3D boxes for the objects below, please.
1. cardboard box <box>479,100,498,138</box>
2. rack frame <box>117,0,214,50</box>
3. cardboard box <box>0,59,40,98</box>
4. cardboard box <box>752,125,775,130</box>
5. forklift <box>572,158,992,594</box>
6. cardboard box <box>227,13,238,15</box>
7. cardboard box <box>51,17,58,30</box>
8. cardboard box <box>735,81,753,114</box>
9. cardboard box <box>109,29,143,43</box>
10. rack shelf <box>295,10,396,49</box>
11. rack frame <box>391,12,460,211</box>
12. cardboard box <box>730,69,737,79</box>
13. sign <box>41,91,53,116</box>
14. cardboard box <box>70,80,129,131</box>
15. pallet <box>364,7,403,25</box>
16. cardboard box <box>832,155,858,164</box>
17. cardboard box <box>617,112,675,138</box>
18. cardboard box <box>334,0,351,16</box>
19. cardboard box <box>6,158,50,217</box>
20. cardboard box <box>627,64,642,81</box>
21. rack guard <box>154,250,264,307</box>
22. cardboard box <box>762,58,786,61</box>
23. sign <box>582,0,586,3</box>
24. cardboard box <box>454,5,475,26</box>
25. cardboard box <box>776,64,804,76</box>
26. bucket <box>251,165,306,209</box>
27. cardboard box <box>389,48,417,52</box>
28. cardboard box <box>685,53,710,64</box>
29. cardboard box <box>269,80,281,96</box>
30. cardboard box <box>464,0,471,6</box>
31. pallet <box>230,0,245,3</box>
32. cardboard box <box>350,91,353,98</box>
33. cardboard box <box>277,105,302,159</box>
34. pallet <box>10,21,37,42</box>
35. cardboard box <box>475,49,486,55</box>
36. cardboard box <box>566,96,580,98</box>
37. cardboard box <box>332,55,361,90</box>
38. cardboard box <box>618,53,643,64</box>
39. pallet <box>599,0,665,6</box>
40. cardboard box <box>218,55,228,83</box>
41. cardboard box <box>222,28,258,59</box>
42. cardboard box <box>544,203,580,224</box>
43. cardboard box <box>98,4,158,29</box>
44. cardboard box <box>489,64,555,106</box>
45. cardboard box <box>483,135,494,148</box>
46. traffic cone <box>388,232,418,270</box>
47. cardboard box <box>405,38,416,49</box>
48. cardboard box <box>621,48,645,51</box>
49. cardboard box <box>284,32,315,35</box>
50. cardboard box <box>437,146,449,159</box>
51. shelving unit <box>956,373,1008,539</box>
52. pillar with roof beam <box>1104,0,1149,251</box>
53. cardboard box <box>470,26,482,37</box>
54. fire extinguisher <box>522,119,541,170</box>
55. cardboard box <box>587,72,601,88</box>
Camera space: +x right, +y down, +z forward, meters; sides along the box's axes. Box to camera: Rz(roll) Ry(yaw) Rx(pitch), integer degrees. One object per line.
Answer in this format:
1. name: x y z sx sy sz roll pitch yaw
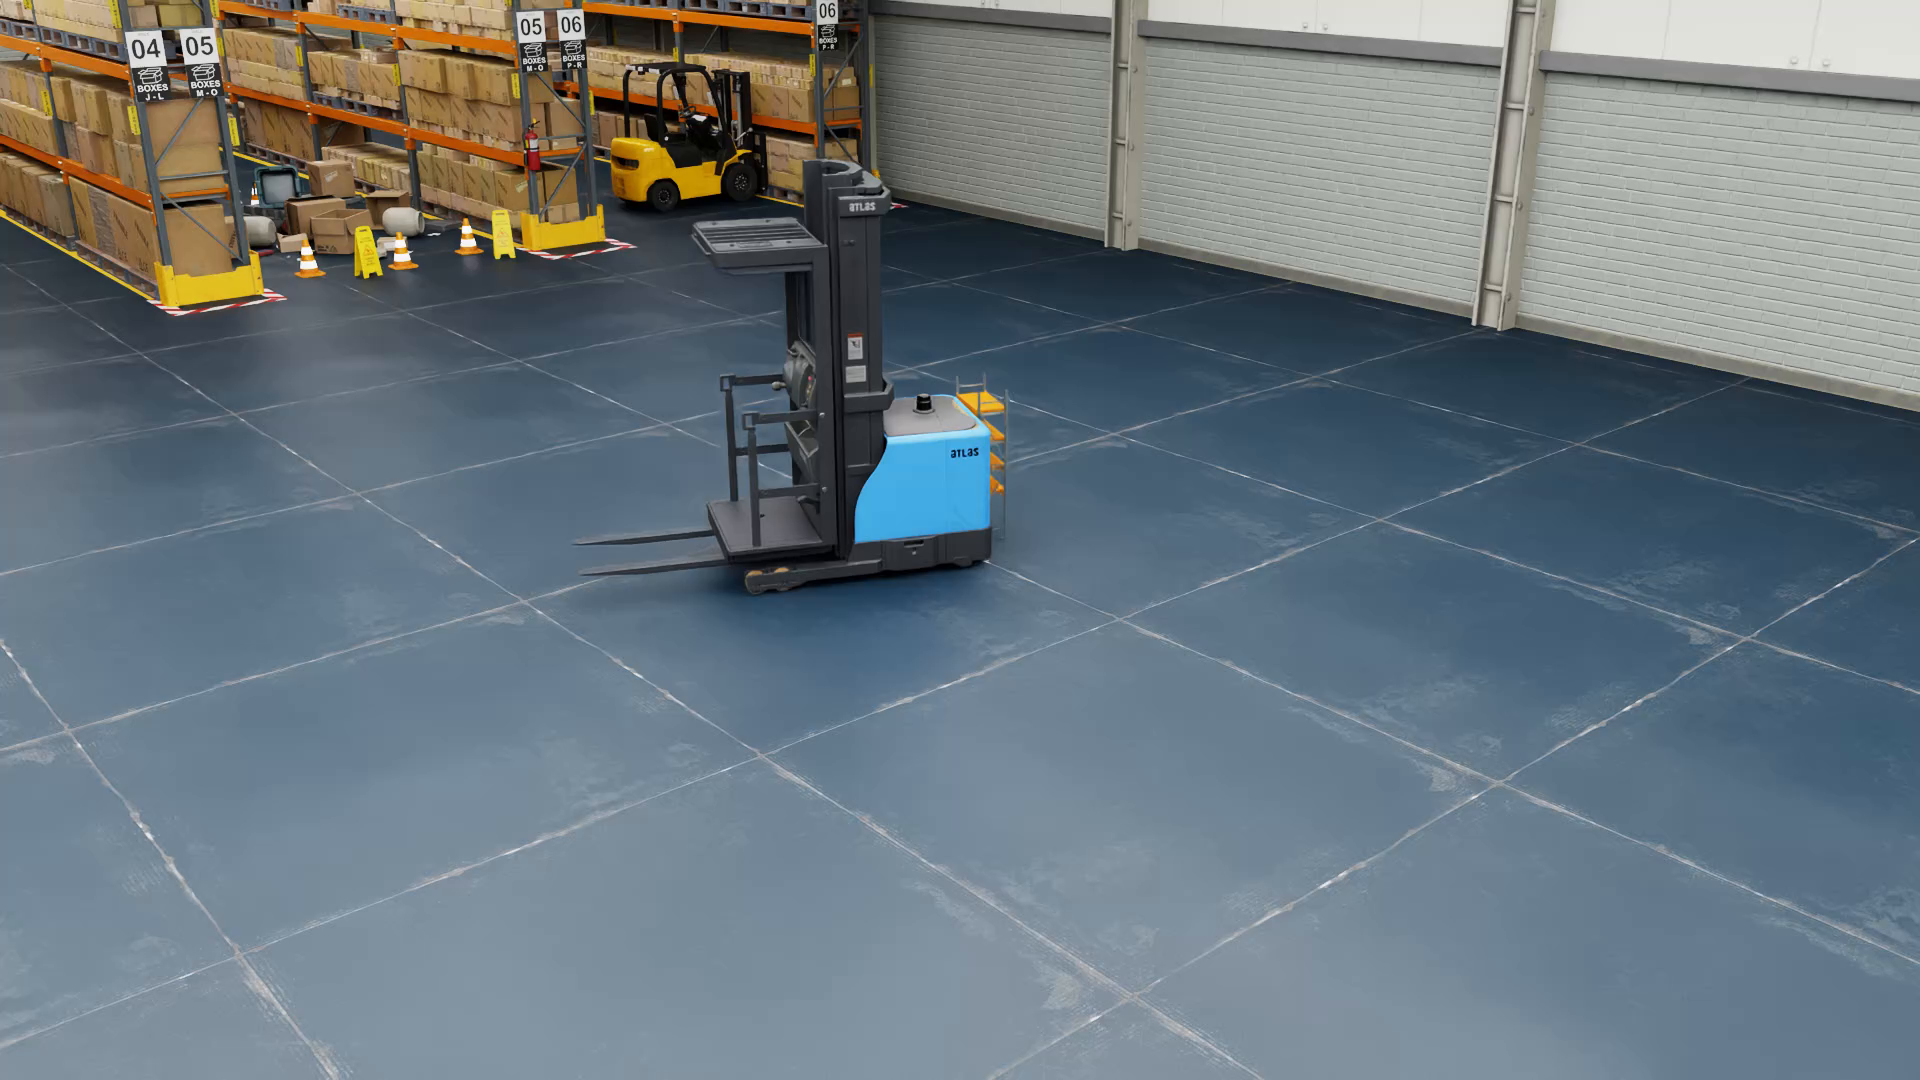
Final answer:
1. cardboard box: -6.496 -6.027 23.713 0.500 0.500 0.500 -17 27 -37
2. rack frame: -9.293 -7.205 19.040 1.000 3.000 0.127 -17 27 -37
3. cardboard box: -14.230 -7.007 25.254 0.700 0.500 0.500 -18 27 -38
4. cardboard box: -3.333 -6.917 28.355 0.500 0.250 0.500 -17 27 -37
5. forklift: -1.339 -1.189 12.001 3.031 2.935 1.130 -6 22 -15
6. cardboard box: -14.323 -10.237 32.611 0.380 0.149 0.250 -18 27 -38
7. cardboard box: -11.429 -6.647 21.361 0.380 0.149 0.250 -18 28 -38
8. cardboard box: -3.374 -7.344 27.483 0.500 0.500 0.500 -17 27 -37
9. cardboard box: -9.767 -5.944 19.566 0.380 0.149 0.250 -18 27 -38
10. rack shelf: -9.526 -8.337 27.030 1.077 0.370 4.000 -17 27 -37
11. rack frame: -8.220 -6.723 26.035 1.000 3.000 0.127 -17 27 -37
12. cardboard box: -3.640 -7.743 27.613 0.380 0.149 0.250 -19 28 -39
13. sign: -12.309 -5.887 22.422 0.100 0.325 0.005 -17 27 -37
14. cardboard box: -10.994 -5.673 21.668 0.875 0.550 0.550 -17 27 -37
15. pallet: -8.543 -8.228 26.023 1.213 0.211 1.003 -17 27 -37
16. cardboard box: -2.001 -6.128 27.025 0.500 0.250 0.500 -17 27 -36
17. cardboard box: -5.804 -7.560 30.854 0.875 0.625 0.625 -19 28 -40
18. cardboard box: -9.814 -8.858 27.232 0.797 0.503 0.637 -17 27 -37
19. cardboard box: -13.613 -5.339 25.012 1.050 0.750 0.750 -17 27 -37
20. cardboard box: -5.647 -8.426 29.905 0.500 0.250 0.500 -17 27 -36
21. rack guard: -9.278 -3.241 20.573 1.175 0.500 0.348 -17 27 -37
22. cardboard box: -3.072 -7.937 27.702 0.380 0.149 0.250 -16 27 -36
23. sign: -5.198 -7.551 22.837 0.100 0.325 0.005 -17 27 -37
24. cardboard box: -6.817 -7.442 23.556 0.500 0.250 0.500 -17 27 -36
25. cardboard box: -2.727 -7.549 26.711 0.380 0.149 0.250 -17 27 -37
26. bucket: -10.069 -5.211 24.581 0.726 0.611 0.620 -8 13 -19
27. cardboard box: -9.046 -7.895 27.018 0.380 0.149 0.250 -16 26 -35
28. cardboard box: -4.479 -8.234 28.459 0.380 0.149 0.250 -17 27 -36
29. cardboard box: -12.020 -8.116 29.799 0.500 0.250 0.500 -18 28 -38
30. cardboard box: -6.805 -7.669 23.588 0.380 0.149 0.250 -18 28 -39
31. pallet: -12.806 -9.999 30.550 0.805 0.209 1.217 -19 28 -39
32. cardboard box: -9.863 -7.402 27.538 0.380 0.149 0.250 -16 27 -35
33. cardboard box: -11.798 -7.492 30.337 0.875 0.875 0.875 -17 27 -37
34. pallet: -12.540 -7.066 23.060 0.805 0.209 1.217 -19 28 -39
35. cardboard box: -9.538 -10.171 34.126 0.700 0.500 0.500 -17 27 -36
36. cardboard box: -7.661 -8.789 33.273 0.380 0.149 0.250 -19 28 -40
37. cardboard box: -10.016 -7.742 27.516 0.500 0.500 0.500 -17 27 -37
38. cardboard box: -5.942 -8.696 30.048 0.380 0.149 0.250 -18 28 -39
39. pallet: -5.830 -9.845 30.152 1.003 0.211 1.213 -16 26 -35
40. cardboard box: -13.939 -9.047 31.832 0.500 0.500 0.500 -17 27 -37
41. cardboard box: -13.373 -9.255 30.993 0.500 0.500 0.500 -17 27 -37
42. cardboard box: -5.926 -4.822 24.376 0.500 0.250 0.500 -18 28 -38
43. cardboard box: -9.825 -6.188 19.641 0.500 0.250 0.500 -17 27 -37
44. cardboard box: -6.108 -6.357 23.187 0.700 0.500 0.500 -18 28 -39
45. cardboard box: -6.607 -5.737 23.862 0.380 0.149 0.250 -17 27 -37
46. traffic cone: -7.486 -3.890 22.281 0.336 0.463 0.334 -17 27 -37
47. cardboard box: -11.874 -10.961 36.653 0.500 0.250 0.500 -17 27 -37
48. cardboard box: -6.116 -9.135 31.166 0.380 0.149 0.250 -18 28 -38
49. cardboard box: -11.952 -8.956 30.229 0.500 0.500 0.500 -17 27 -37
50. cardboard box: -7.667 -5.872 25.139 0.380 0.149 0.250 -16 27 -35
51. shelving unit: 0.167 -0.647 12.991 0.258 1.200 0.503 -7 23 -18
52. pillar with roof beam: -0.968 -7.318 19.329 9.100 9.000 0.400 -17 27 -37
53. cardboard box: -6.702 -7.215 23.524 0.380 0.149 0.250 -18 28 -38
54. fire extinguisher: -5.884 -5.440 22.867 0.296 0.674 0.183 -17 27 -37
55. cardboard box: -6.644 -8.620 31.085 0.500 0.250 0.500 -18 28 -39
